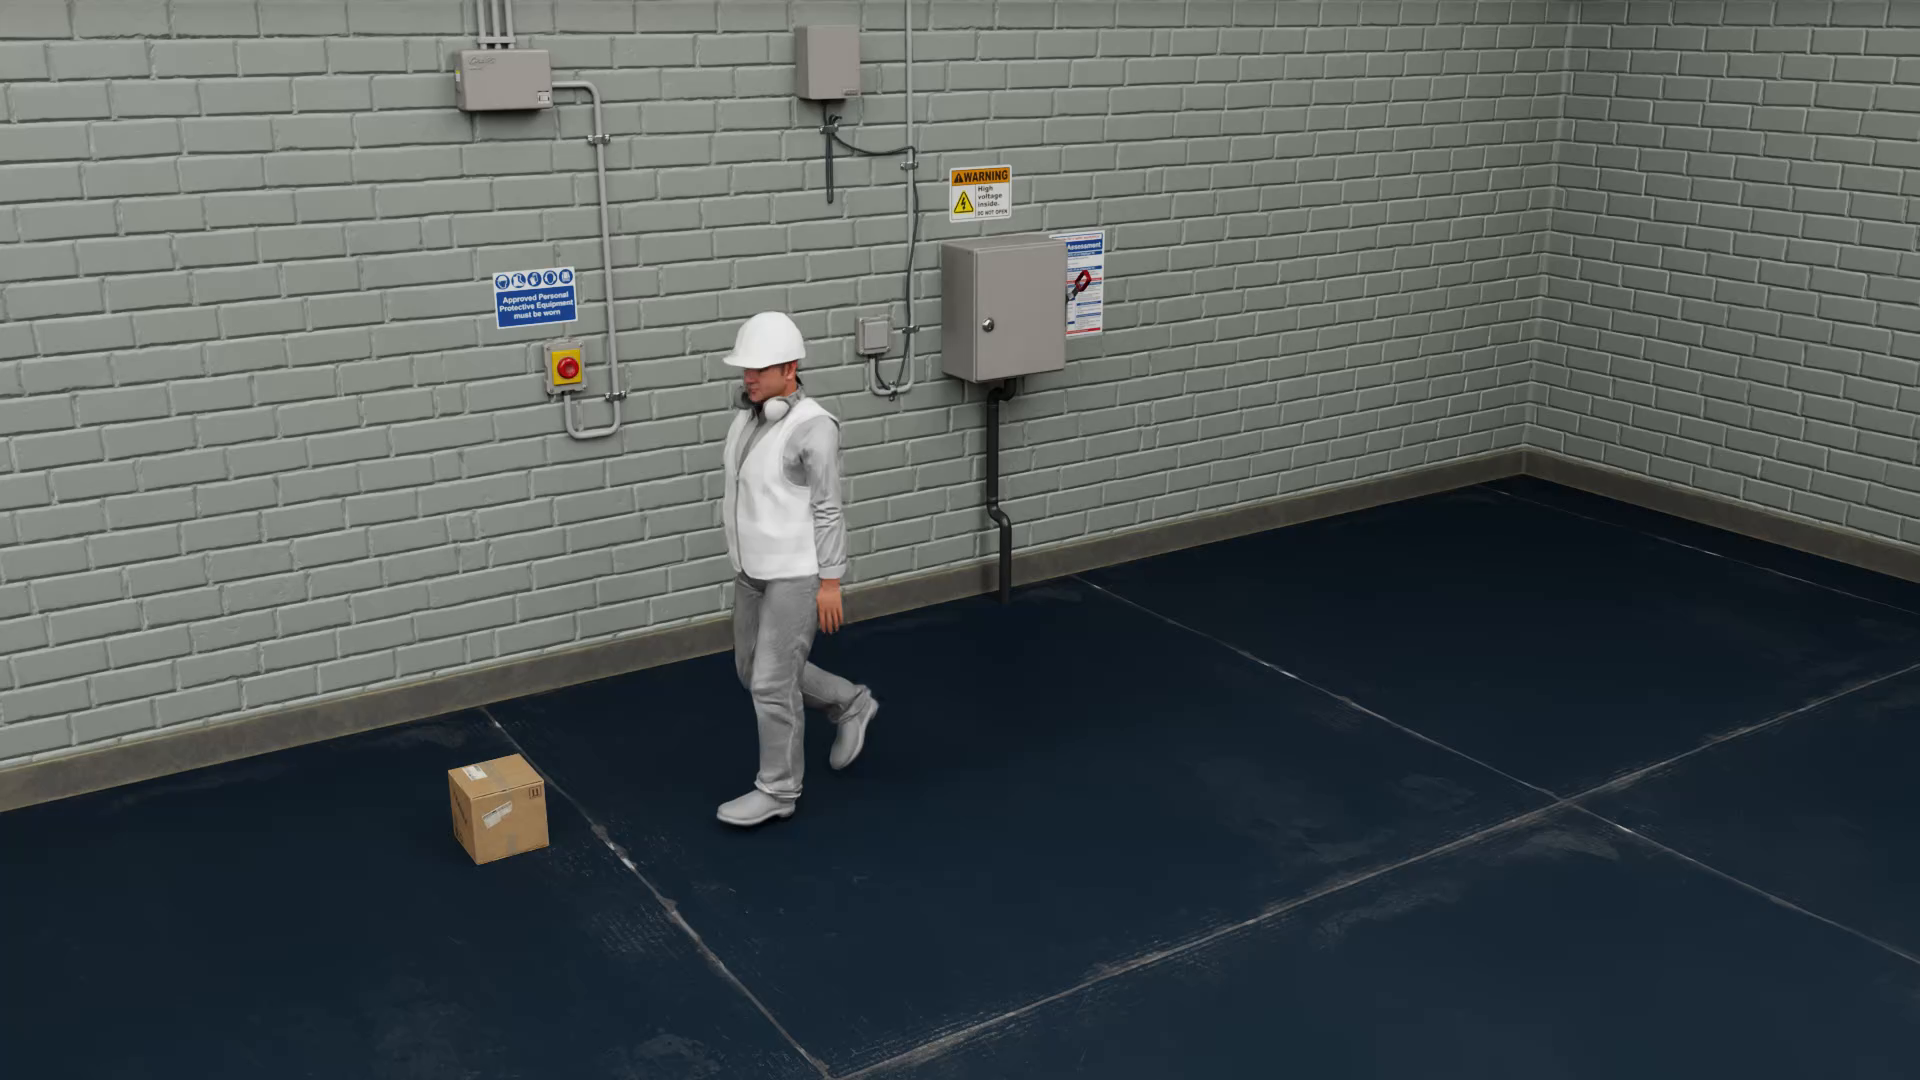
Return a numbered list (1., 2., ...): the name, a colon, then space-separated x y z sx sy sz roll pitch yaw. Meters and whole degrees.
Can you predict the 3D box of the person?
1. person: -0.588 0.079 5.751 0.737 1.764 0.552 -12 22 -33
